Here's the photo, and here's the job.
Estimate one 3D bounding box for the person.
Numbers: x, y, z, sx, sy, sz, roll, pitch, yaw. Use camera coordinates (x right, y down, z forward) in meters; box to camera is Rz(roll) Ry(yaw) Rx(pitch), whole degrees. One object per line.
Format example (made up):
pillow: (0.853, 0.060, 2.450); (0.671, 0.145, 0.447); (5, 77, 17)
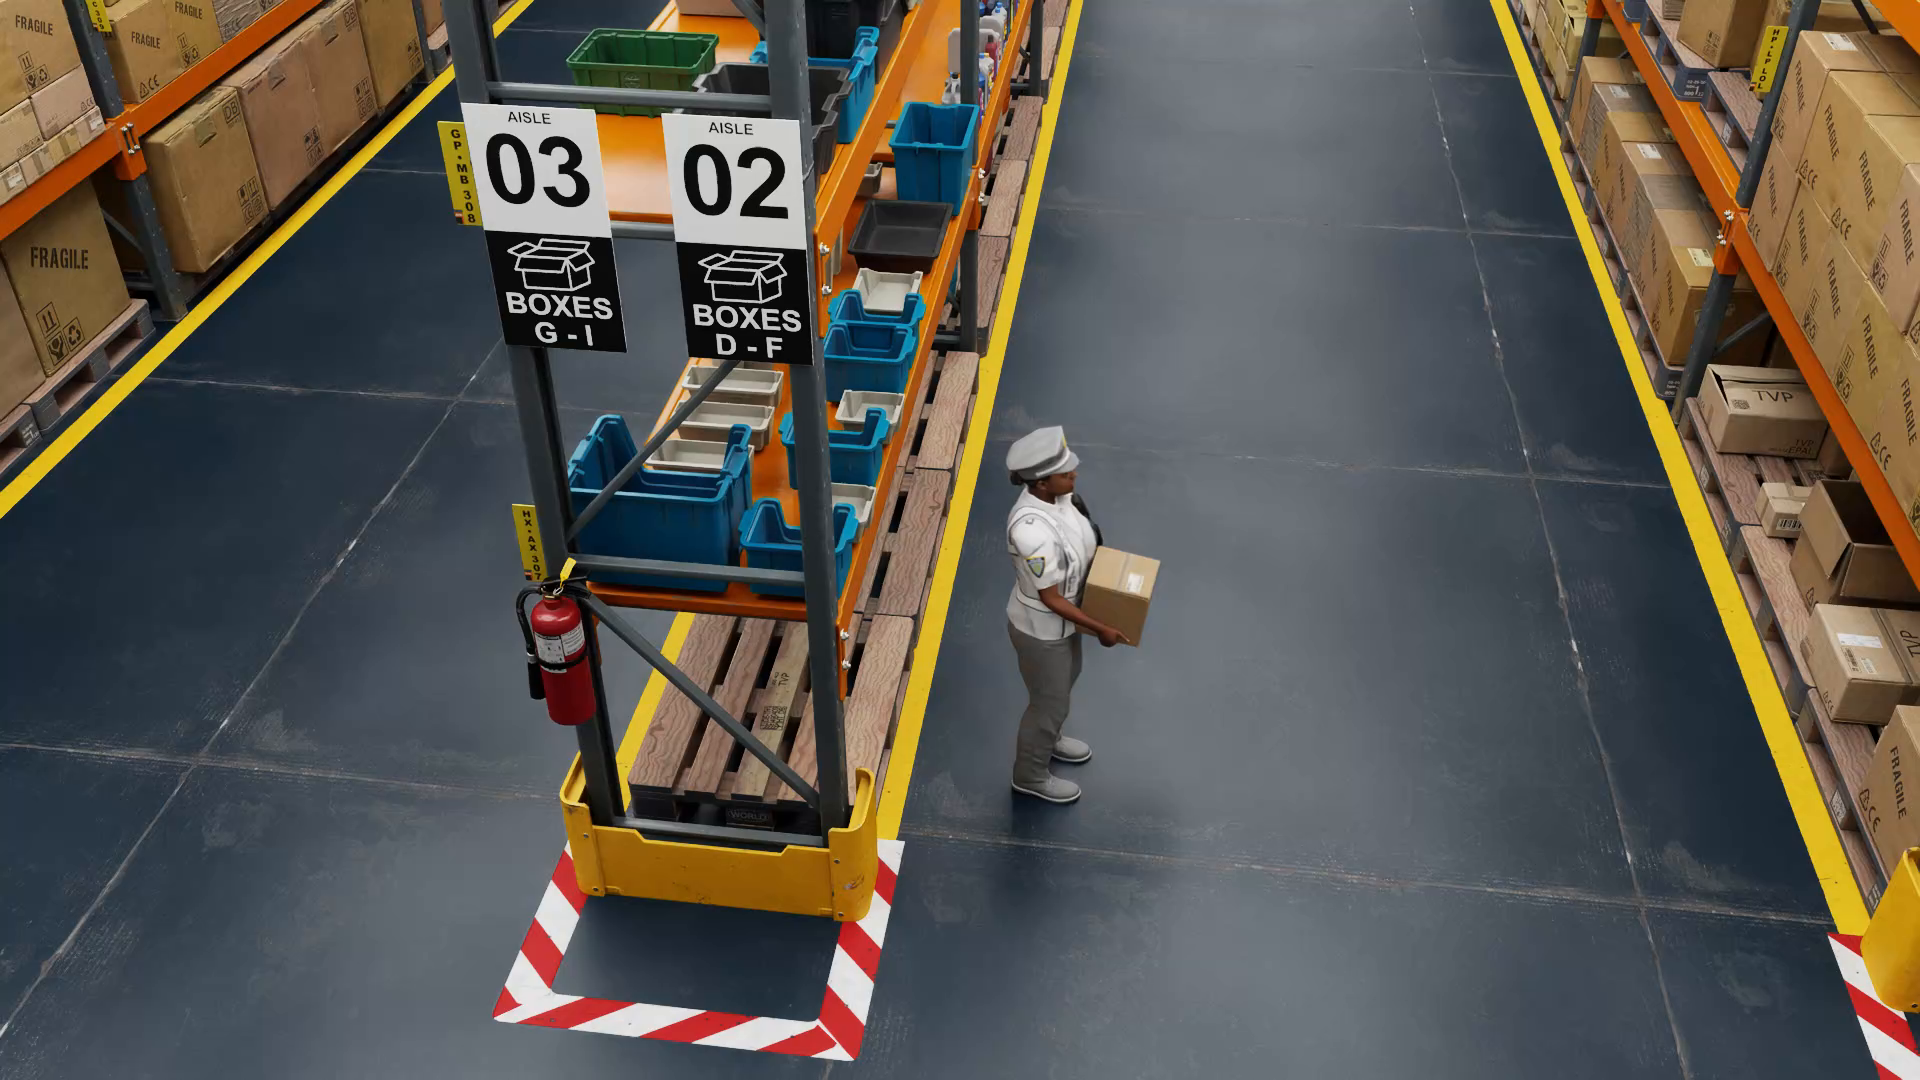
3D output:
person: (0.430, 0.314, 6.600); (0.531, 1.687, 0.451); (9, 37, 12)
